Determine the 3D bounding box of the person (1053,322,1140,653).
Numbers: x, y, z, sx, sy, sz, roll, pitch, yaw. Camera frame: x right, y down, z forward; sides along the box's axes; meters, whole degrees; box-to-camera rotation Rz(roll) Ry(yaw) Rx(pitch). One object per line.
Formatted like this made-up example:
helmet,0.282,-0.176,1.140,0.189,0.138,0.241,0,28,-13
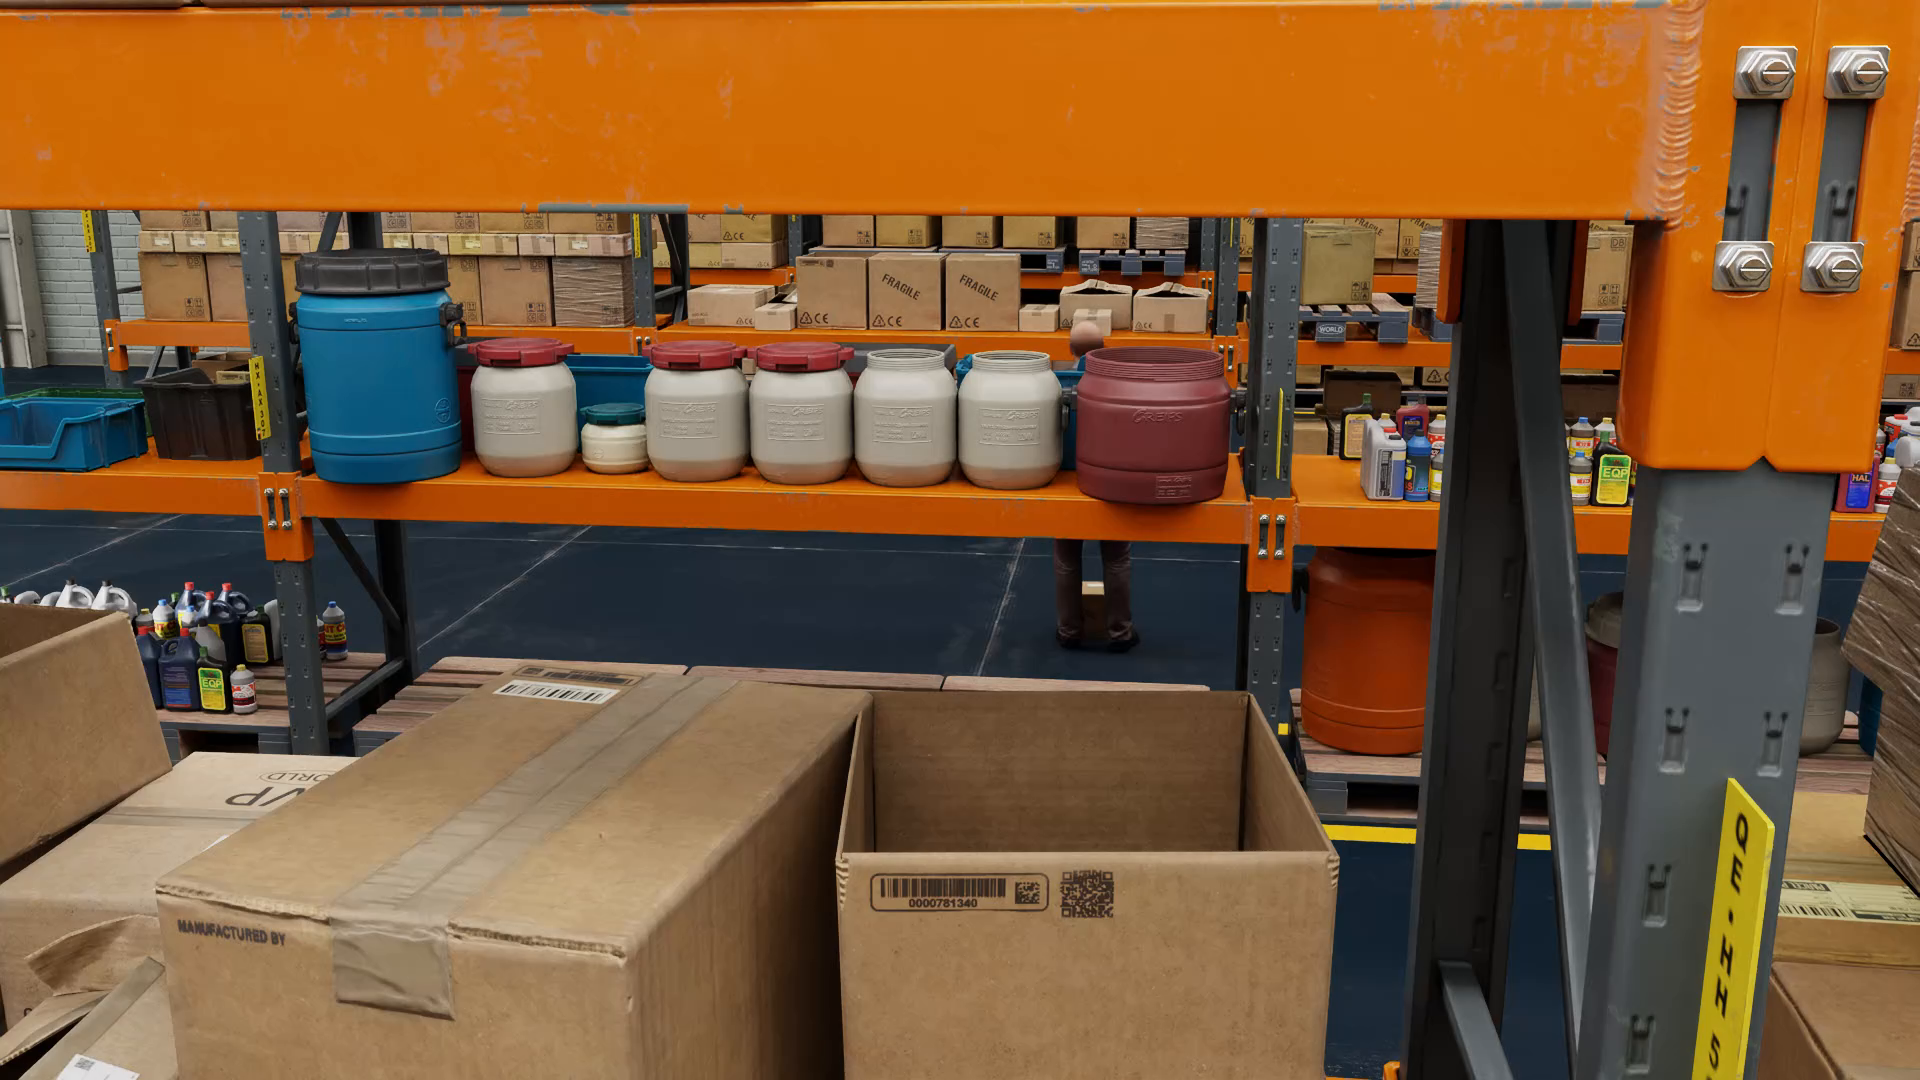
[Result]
person,0.668,-0.270,8.659,0.589,1.720,0.475,1,14,3
